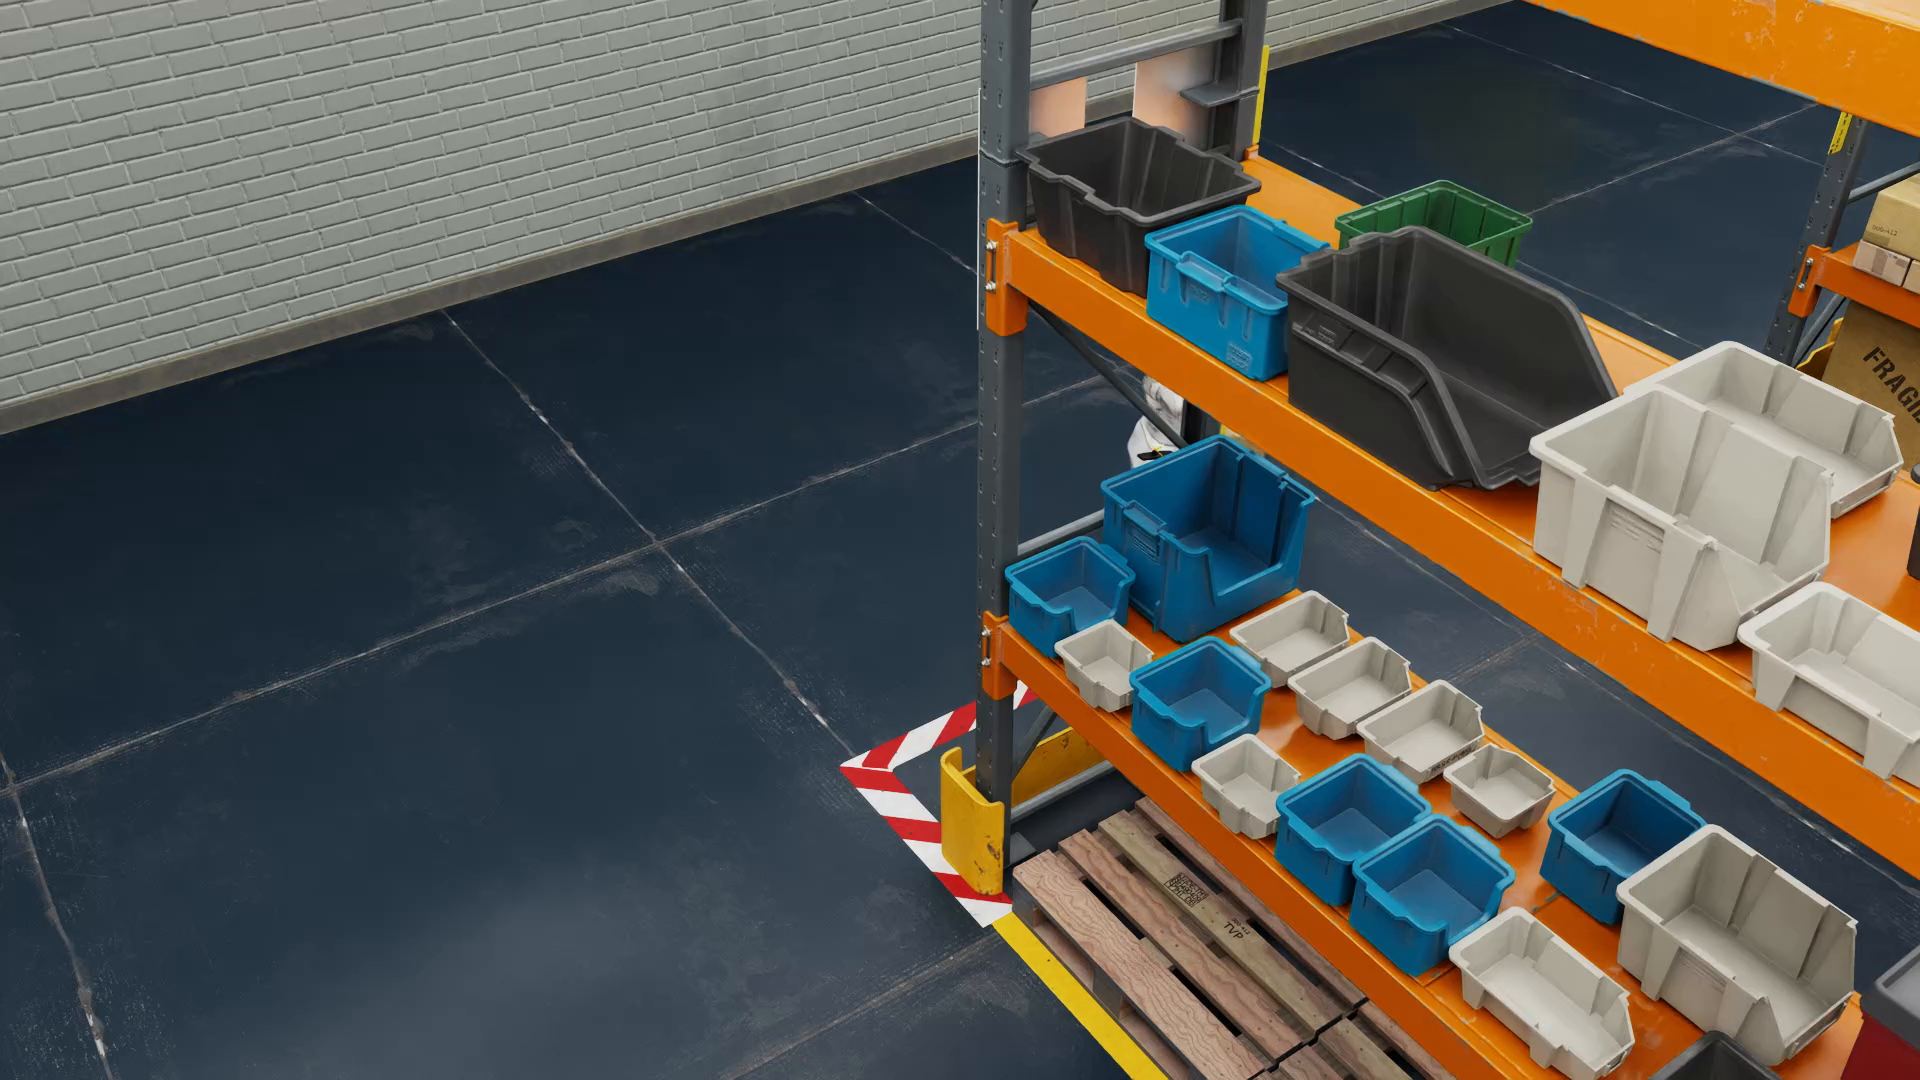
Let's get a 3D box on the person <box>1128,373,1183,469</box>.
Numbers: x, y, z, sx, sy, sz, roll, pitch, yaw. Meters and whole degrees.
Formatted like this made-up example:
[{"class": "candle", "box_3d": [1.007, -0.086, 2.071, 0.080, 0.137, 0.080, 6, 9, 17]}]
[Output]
[{"class": "person", "box_3d": [1.011, -0.334, 7.437, 0.523, 1.689, 0.414, -3, 37, -4]}]
